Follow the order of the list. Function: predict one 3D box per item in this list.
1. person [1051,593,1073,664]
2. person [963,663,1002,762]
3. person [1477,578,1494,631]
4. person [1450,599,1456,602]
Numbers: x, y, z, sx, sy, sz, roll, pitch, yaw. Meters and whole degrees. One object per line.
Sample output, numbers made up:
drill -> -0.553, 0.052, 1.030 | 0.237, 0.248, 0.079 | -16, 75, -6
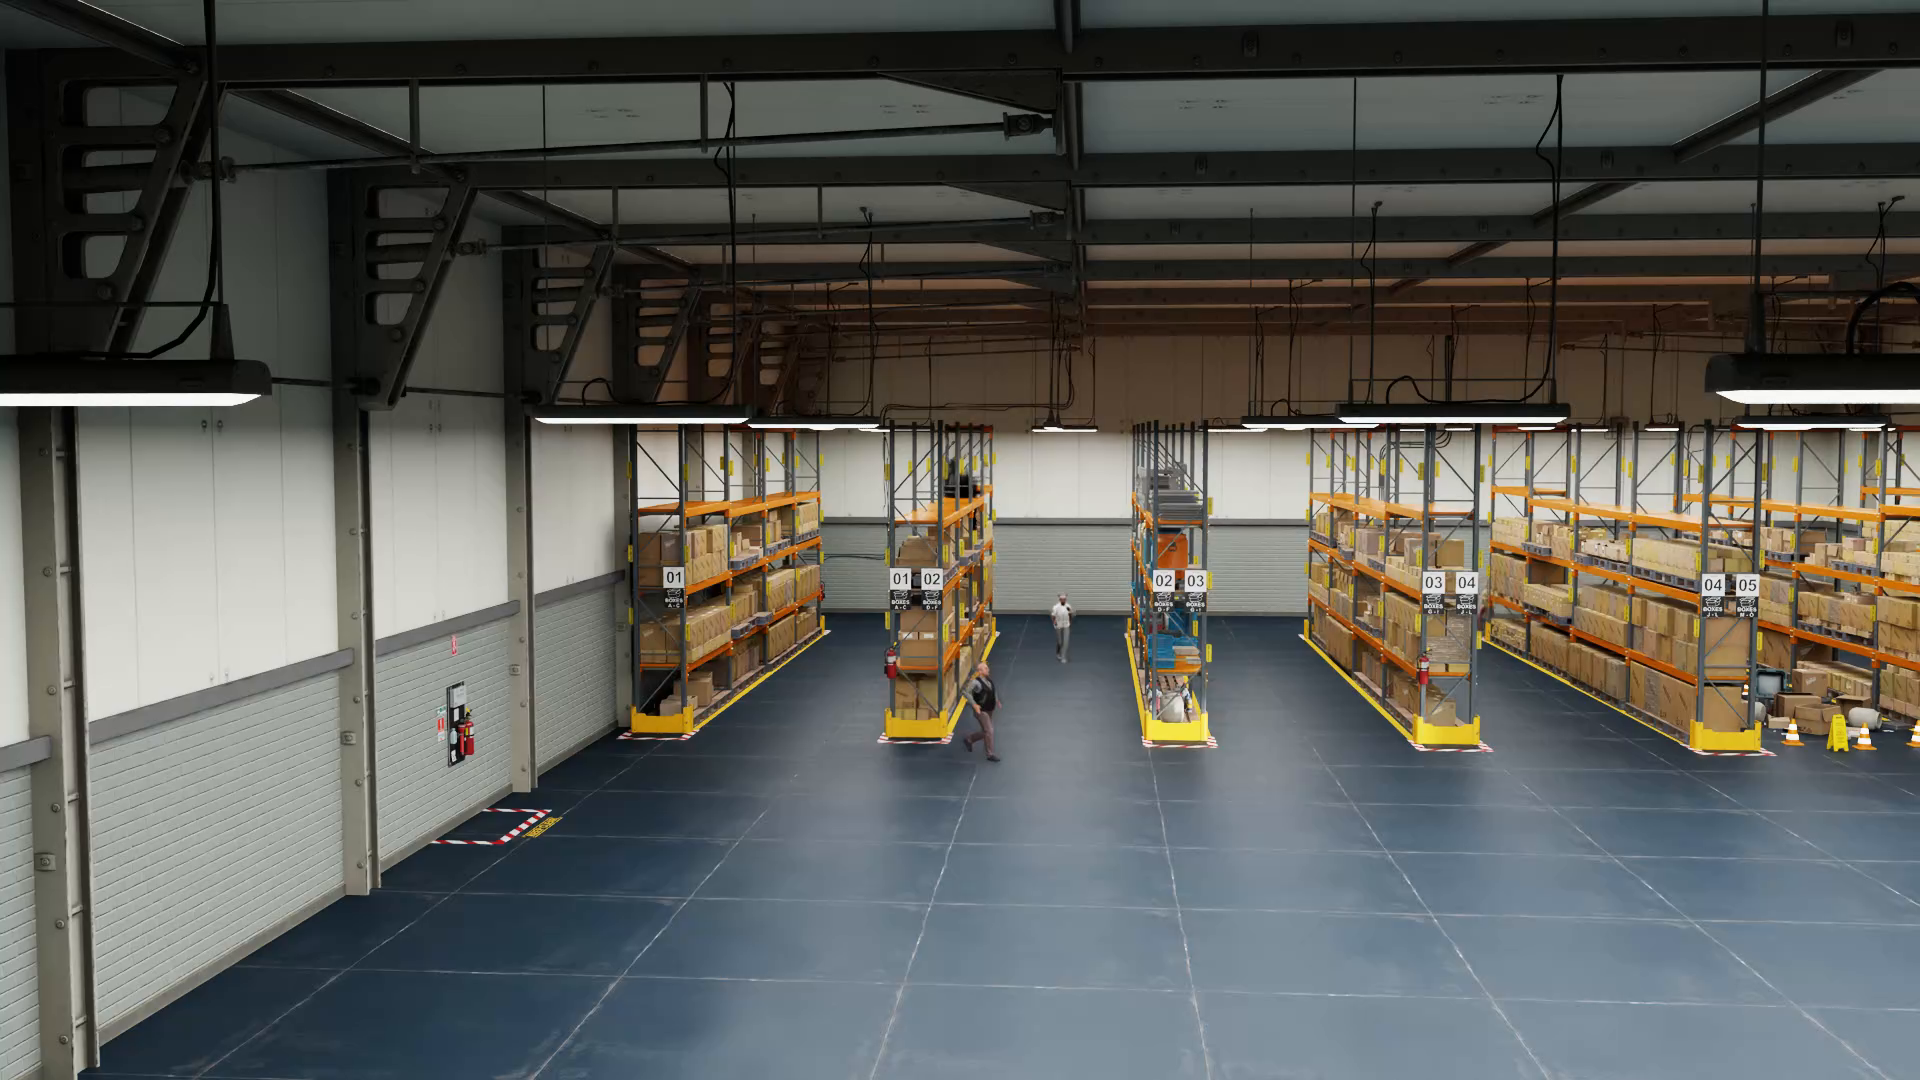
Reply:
person -> 2.452, 2.090, 39.797 | 0.565, 1.681, 0.691 | -1, 4, -8
person -> 0.380, 3.015, 29.250 | 0.880, 1.705, 0.680 | 3, 4, 35
person -> 15.078, 1.928, 47.338 | 0.746, 1.700, 0.629 | -1, 4, -11
person -> 13.782, 1.927, 46.750 | 0.779, 1.781, 0.810 | -3, 5, -41
